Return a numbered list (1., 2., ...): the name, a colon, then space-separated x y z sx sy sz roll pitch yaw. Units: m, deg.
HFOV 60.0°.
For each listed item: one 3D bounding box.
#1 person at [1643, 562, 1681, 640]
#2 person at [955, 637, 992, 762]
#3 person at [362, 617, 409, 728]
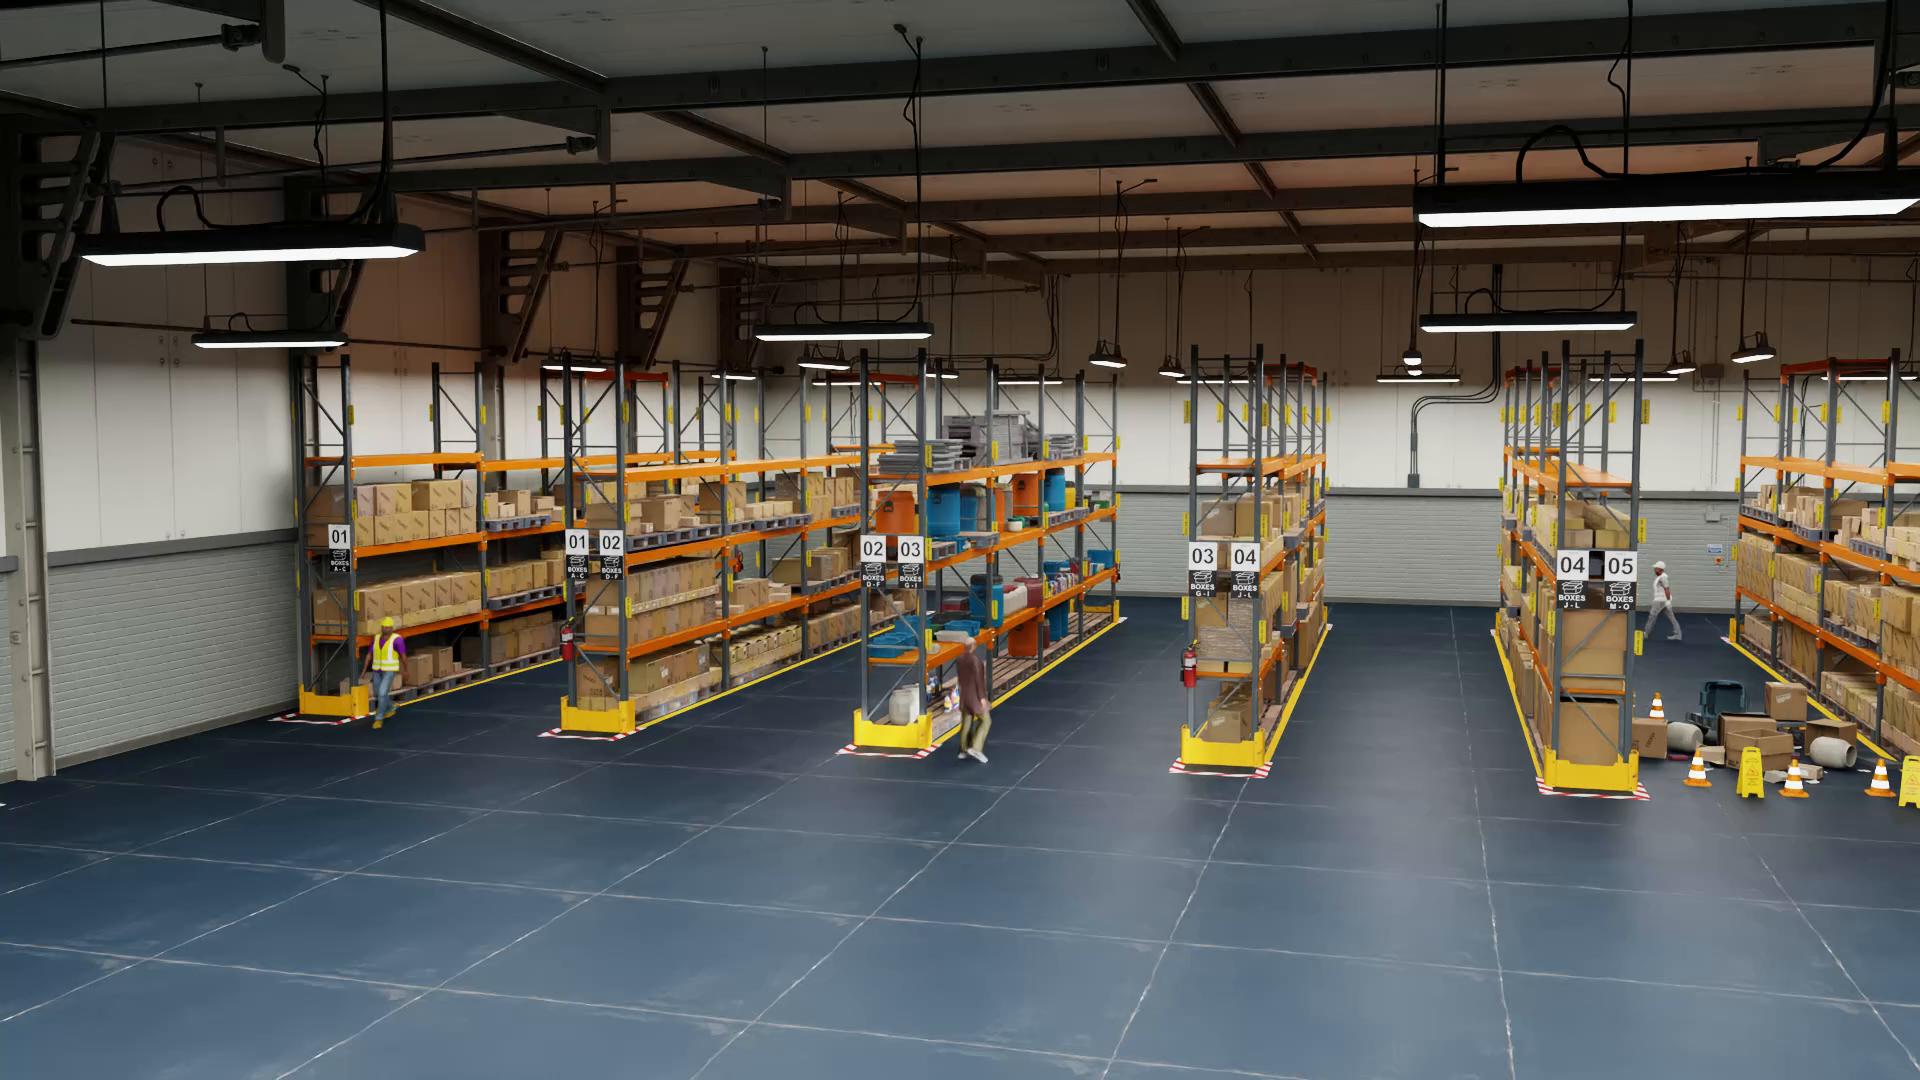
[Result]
1. person: 15.571 1.336 37.028 0.993 1.718 0.518 4 6 39
2. person: 0.191 2.315 24.270 0.471 1.811 0.691 -3 5 -32
3. person: -9.314 2.129 26.948 0.665 1.765 0.773 1 4 10
